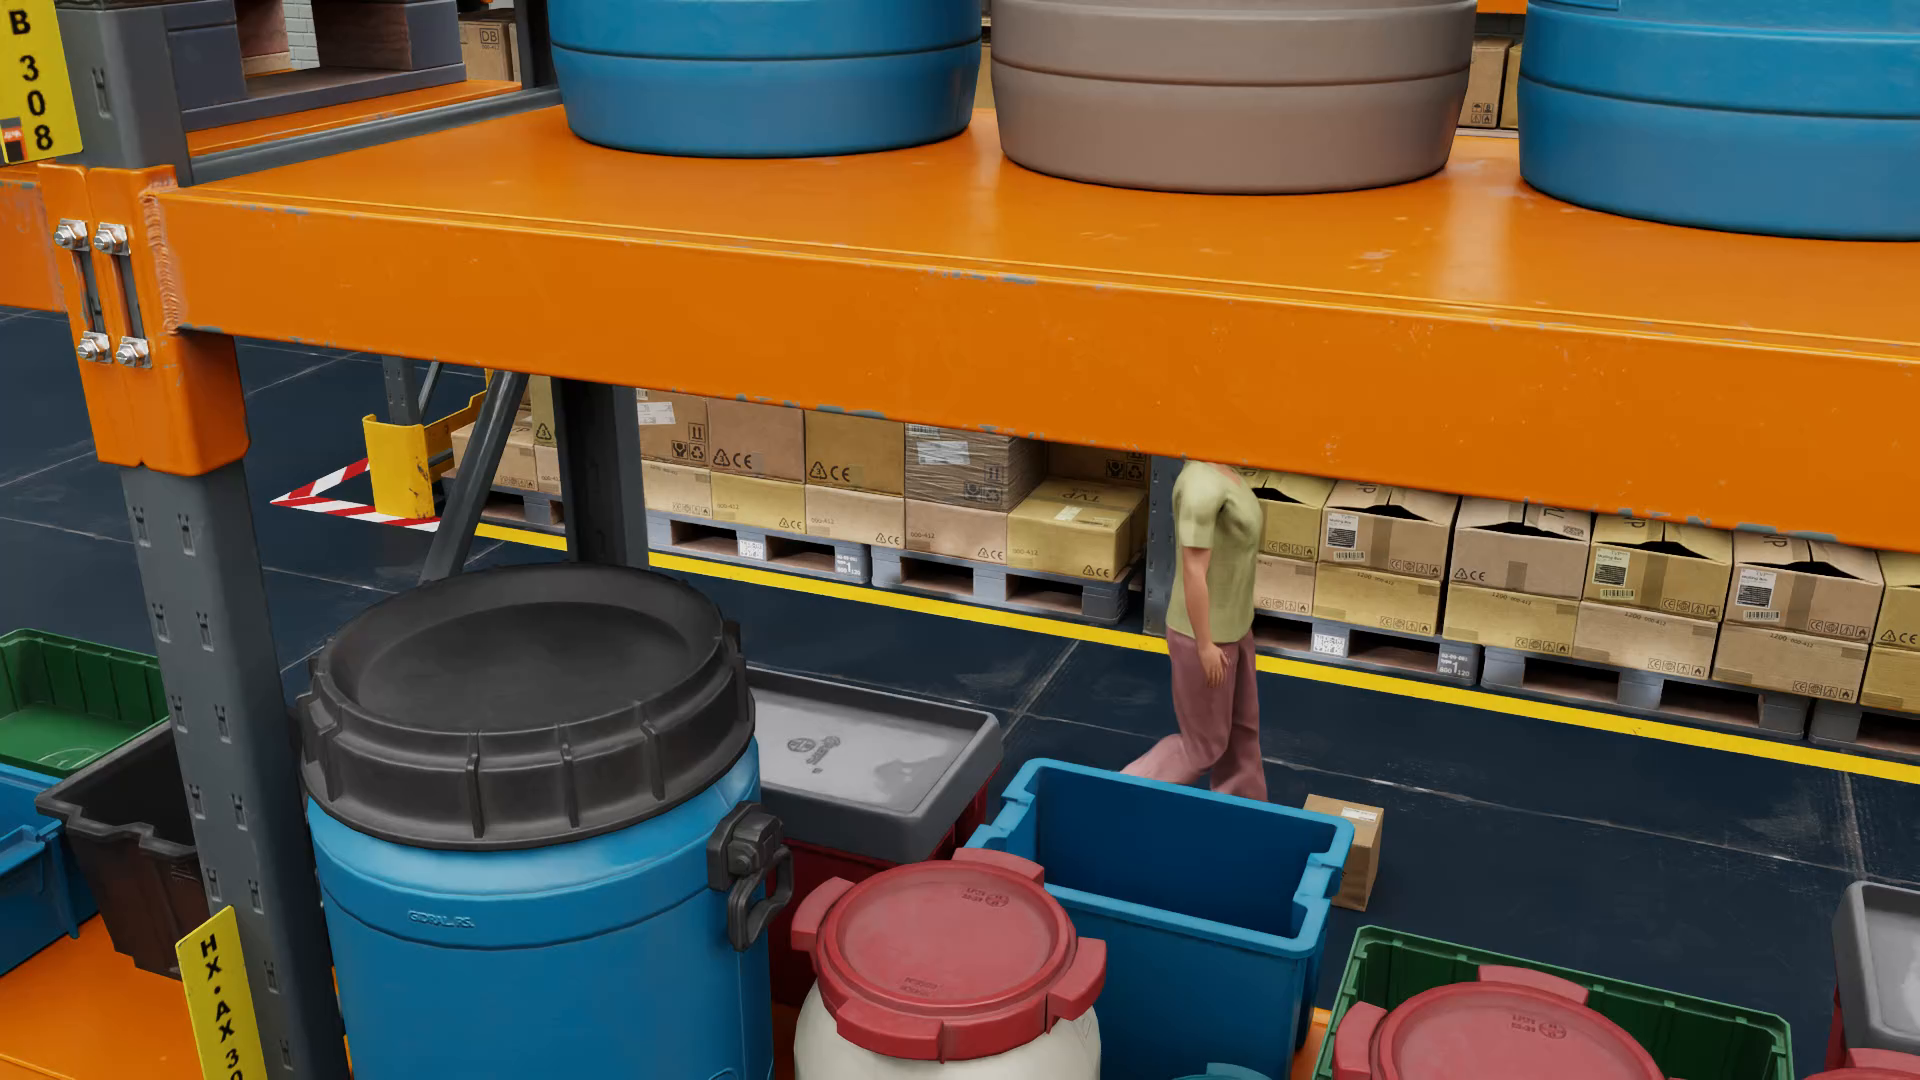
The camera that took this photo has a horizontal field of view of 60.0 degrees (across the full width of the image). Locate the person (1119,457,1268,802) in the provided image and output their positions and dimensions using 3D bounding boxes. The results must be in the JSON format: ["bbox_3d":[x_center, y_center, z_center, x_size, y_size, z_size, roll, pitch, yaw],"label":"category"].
[{"bbox_3d":[0.814,0.290,5.356,0.705,1.669,0.486,9,24,21],"label":"person"}]
